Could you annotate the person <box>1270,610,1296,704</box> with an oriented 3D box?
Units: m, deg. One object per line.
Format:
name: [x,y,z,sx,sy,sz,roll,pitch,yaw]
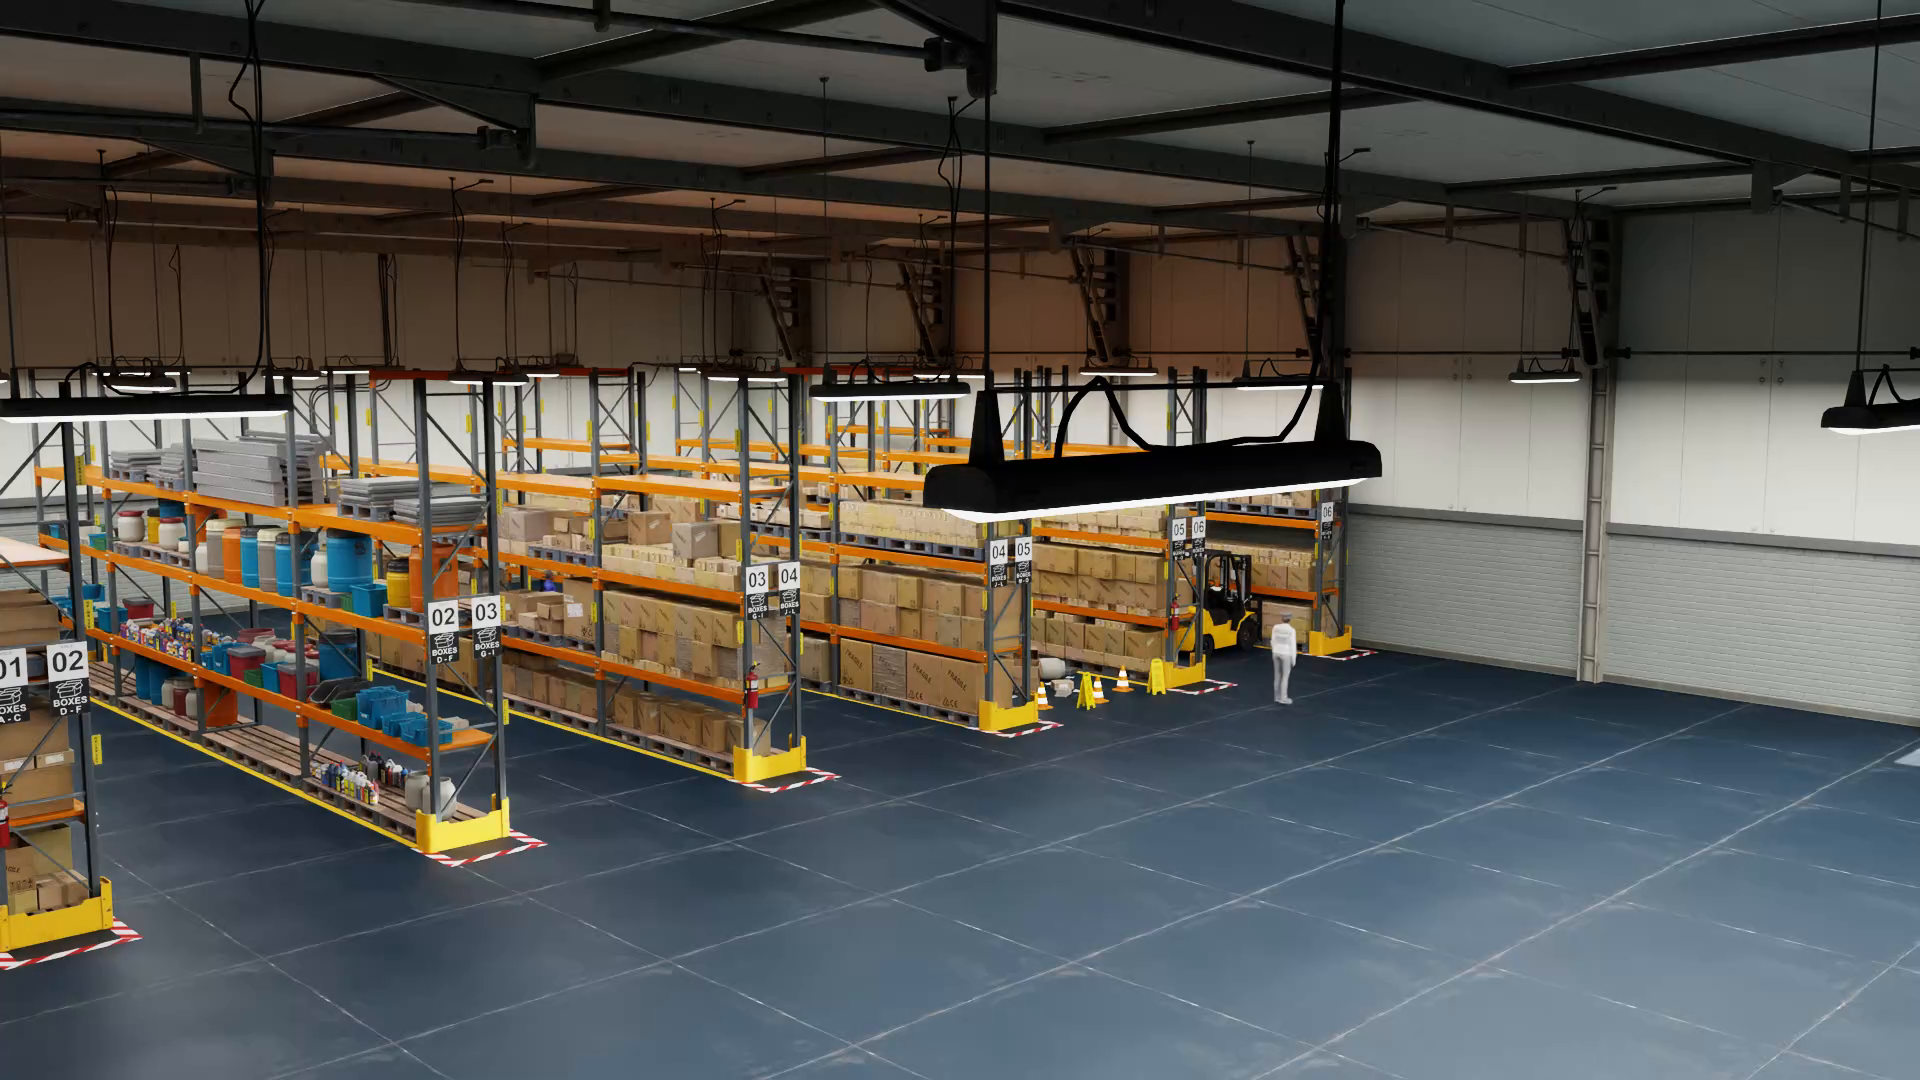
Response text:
person: [5.840,2.116,30.028,0.516,1.688,0.359,6,9,41]

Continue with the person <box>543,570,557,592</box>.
person: [-8.831,1.477,35.899,0.387,1.694,0.532,0,6,-2]
